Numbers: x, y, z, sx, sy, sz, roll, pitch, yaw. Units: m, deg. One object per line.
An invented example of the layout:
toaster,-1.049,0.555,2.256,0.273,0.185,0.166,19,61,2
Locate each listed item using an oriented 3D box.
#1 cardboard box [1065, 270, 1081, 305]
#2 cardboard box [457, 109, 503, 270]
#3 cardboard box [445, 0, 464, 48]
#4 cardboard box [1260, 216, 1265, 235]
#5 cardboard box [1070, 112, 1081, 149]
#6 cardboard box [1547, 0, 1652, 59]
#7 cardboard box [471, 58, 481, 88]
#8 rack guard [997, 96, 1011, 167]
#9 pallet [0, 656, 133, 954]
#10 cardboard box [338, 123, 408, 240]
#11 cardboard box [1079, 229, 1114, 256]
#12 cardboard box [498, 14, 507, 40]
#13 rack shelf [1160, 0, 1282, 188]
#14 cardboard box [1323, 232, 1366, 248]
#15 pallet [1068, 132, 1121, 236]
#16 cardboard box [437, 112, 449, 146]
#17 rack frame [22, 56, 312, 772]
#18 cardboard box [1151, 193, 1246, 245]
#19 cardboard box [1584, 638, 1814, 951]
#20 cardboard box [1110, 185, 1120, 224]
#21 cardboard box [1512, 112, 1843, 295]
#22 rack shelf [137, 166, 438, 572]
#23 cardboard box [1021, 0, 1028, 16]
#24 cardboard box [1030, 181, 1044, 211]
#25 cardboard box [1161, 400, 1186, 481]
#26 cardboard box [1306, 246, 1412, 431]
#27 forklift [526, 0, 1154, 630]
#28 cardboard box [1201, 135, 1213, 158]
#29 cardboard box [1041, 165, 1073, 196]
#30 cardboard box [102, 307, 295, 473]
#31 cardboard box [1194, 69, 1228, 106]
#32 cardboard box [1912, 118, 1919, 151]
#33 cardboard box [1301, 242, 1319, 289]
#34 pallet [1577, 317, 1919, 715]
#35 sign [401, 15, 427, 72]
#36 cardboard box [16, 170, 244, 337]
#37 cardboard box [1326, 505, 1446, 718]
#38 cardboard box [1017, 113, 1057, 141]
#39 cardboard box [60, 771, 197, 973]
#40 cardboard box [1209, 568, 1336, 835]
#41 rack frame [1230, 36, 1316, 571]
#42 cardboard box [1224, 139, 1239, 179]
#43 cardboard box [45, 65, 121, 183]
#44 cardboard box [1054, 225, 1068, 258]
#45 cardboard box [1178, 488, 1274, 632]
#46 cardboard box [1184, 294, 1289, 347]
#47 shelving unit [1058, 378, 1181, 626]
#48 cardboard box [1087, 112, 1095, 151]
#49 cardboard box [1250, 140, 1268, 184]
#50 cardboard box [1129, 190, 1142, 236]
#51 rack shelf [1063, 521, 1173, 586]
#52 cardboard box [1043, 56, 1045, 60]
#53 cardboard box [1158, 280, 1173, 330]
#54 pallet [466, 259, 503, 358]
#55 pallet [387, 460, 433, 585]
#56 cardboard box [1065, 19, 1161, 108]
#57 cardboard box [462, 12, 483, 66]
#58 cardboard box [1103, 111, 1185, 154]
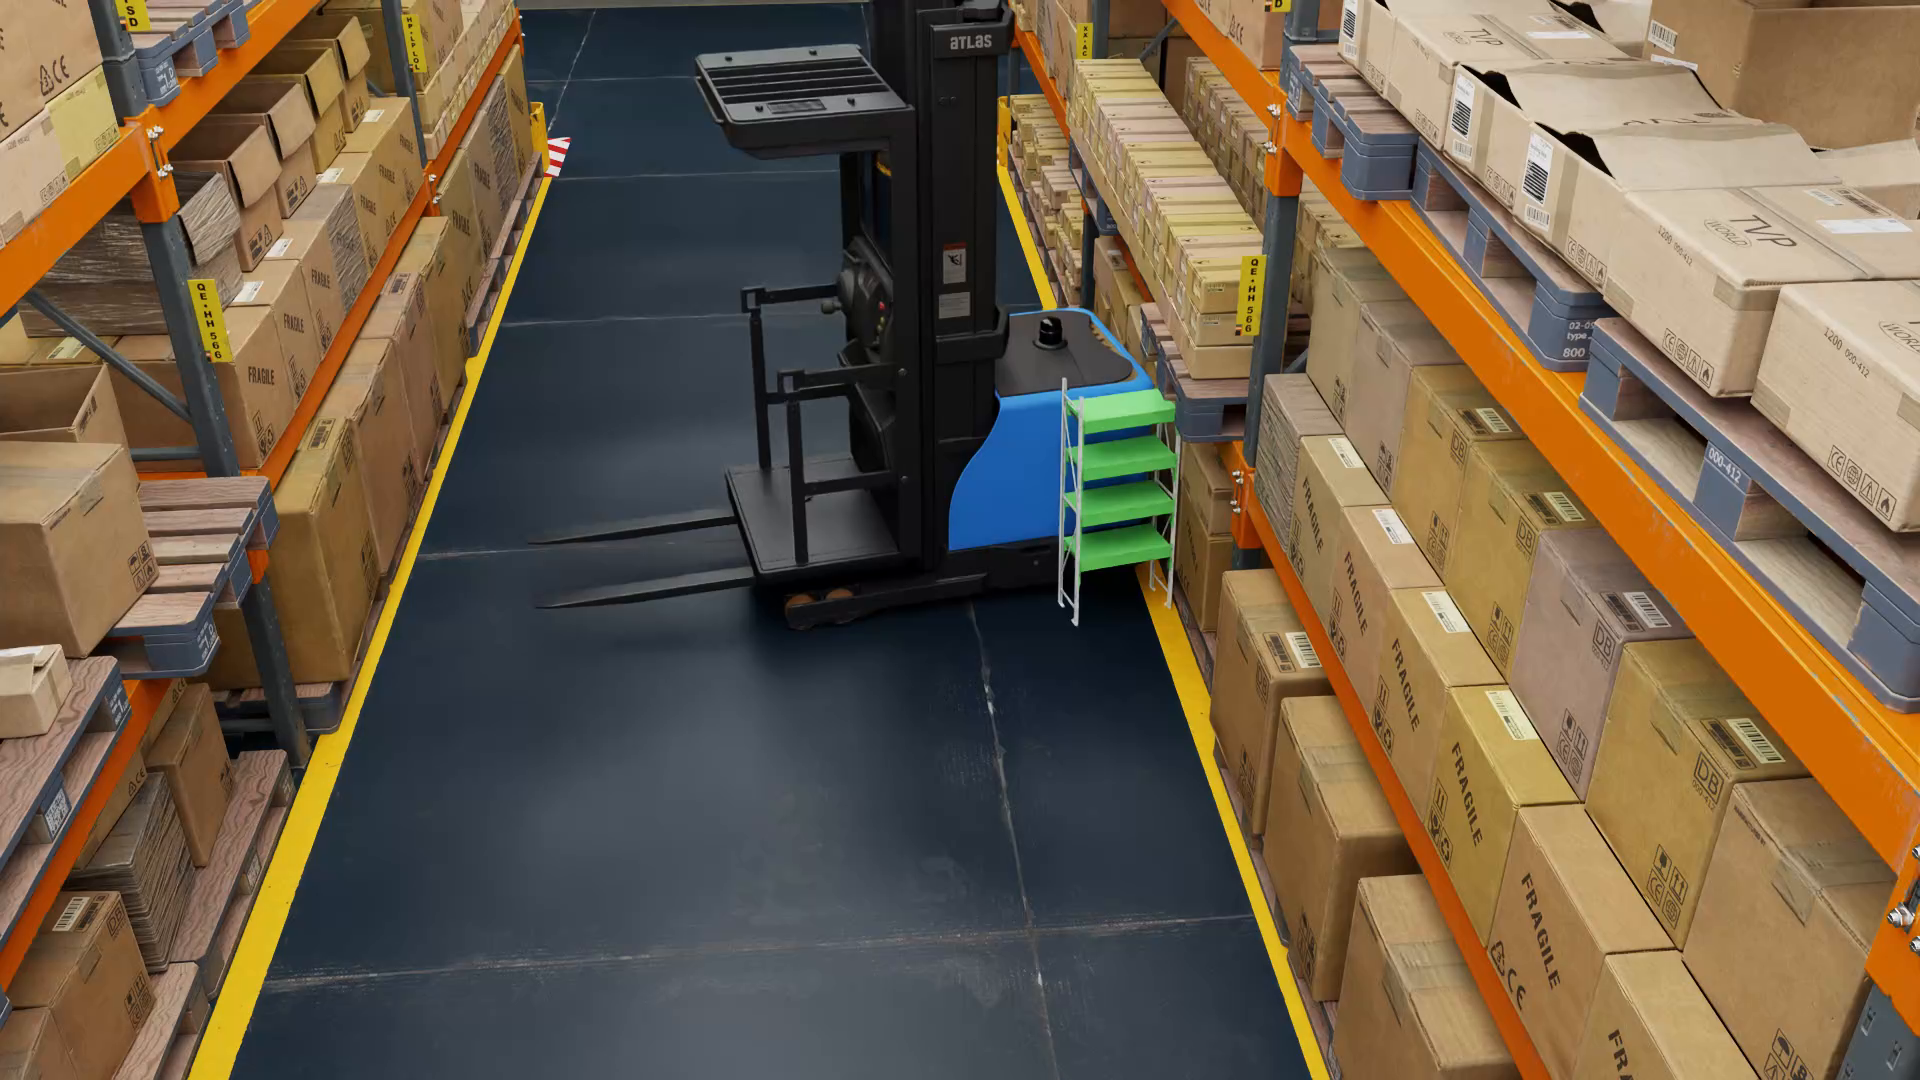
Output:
cardboard box,0.899,-1.679,11.006,0.380,0.149,0.250,-2,31,-4
cardboard box,-3.739,-2.421,11.541,0.875,0.875,0.875,-3,31,-5
cardboard box,-3.555,-3.512,10.829,0.500,0.500,0.500,-4,31,-6
cardboard box,1.682,-1.484,8.145,0.380,0.149,0.250,-2,31,-4
cardboard box,0.854,-2.388,9.658,0.380,0.149,0.250,-4,31,-7
cardboard box,2.045,-1.450,4.907,0.500,0.311,0.500,-3,31,-5
cardboard box,-3.517,-3.208,11.440,0.380,0.149,0.250,-4,31,-6
rack guard,0.908,-3.469,14.070,1.175,0.500,0.348,-3,31,-5
pallet,-3.074,0.781,4.705,1.003,0.211,1.213,-3,31,-5
cardboard box,-3.318,-1.917,8.937,0.500,0.500,0.500,-2,31,-3
cardboard box,0.982,-1.920,10.829,0.380,0.149,0.250,-2,31,-3
cardboard box,-3.637,-3.859,12.531,0.380,0.149,0.250,-3,31,-4
rack shelf,1.462,-2.497,7.781,1.077,0.370,4.000,-3,31,-5
cardboard box,1.770,-1.207,7.100,0.380,0.149,0.250,-4,31,-6
pallet,1.201,-2.059,9.459,1.003,0.211,1.213,-3,31,-5
cardboard box,-3.394,-2.546,10.332,0.380,0.149,0.250,-4,31,-6
rack frame,-3.299,-0.310,6.345,1.000,3.000,0.127,-3,31,-5
cardboard box,1.072,-1.451,7.509,0.380,0.149,0.250,-2,31,-3
cardboard box,1.920,0.558,3.818,0.700,0.500,0.500,-3,31,-5
cardboard box,0.981,-1.722,8.543,0.380,0.149,0.250,-3,31,-5
cardboard box,1.639,-0.811,3.838,0.500,0.311,0.500,-4,31,-6
rack shelf,-3.486,-1.023,8.239,1.077,0.370,4.000,-3,31,-5
cardboard box,0.743,-4.237,12.531,0.500,0.500,0.500,-3,31,-4
cardboard box,0.737,-2.605,12.557,0.380,0.149,0.250,-4,31,-7
cardboard box,1.266,-0.520,7.991,0.500,0.250,0.500,-2,31,-4
cardboard box,1.680,-0.739,5.990,0.700,0.500,0.500,-3,31,-5
forklift,-0.628,-1.127,7.779,3.031,2.935,1.130,-8,32,-14
cardboard box,1.555,-2.158,9.273,0.380,0.149,0.250,-3,31,-5
cardboard box,0.787,-2.582,11.938,0.380,0.149,0.250,-4,31,-6
cardboard box,-3.074,-0.615,6.756,0.500,0.500,0.500,-2,31,-3
cardboard box,1.533,-2.534,9.322,0.380,0.149,0.250,-4,31,-6
cardboard box,5.972,-2.526,10.200,0.500,0.250,0.500,-3,31,-6
cardboard box,1.748,-1.228,7.425,0.380,0.149,0.250,-4,31,-6
pallet,1.887,-0.126,3.297,0.805,0.209,1.217,-4,31,-7
sign,-3.134,-2.847,9.539,0.100,0.325,0.005,-3,31,-5
cardboard box,-3.351,-1.158,6.688,0.797,0.503,0.637,-2,31,-3
cardboard box,1.519,0.220,5.360,0.500,0.500,0.500,-3,31,-5
cardboard box,0.653,-3.239,13.038,0.380,0.149,0.250,-3,31,-5
cardboard box,-3.152,1.198,5.829,0.700,0.500,0.500,-5,31,-9
cardboard box,1.616,0.604,6.598,1.050,0.750,0.750,-3,31,-5
rack frame,1.648,-0.496,6.656,1.000,3.000,0.127,-3,31,-5
cardboard box,1.608,-2.012,8.738,0.380,0.149,0.250,-4,31,-7
cardboard box,-3.011,-1.303,5.227,0.500,0.250,0.500,-3,31,-4
cardboard box,0.849,-2.042,11.324,0.380,0.149,0.250,-4,31,-6
cardboard box,1.327,0.073,7.731,0.500,0.500,0.500,-3,31,-5
cardboard box,1.149,-0.927,6.922,0.380,0.149,0.250,-2,31,-4
shelving unit,0.754,-0.204,7.911,0.503,1.200,0.258,-9,30,-15
cardboard box,0.904,-2.252,9.140,0.380,0.149,0.250,-2,31,-3
cardboard box,1.654,-1.868,8.208,0.380,0.149,0.250,-3,31,-5
cardboard box,1.026,-1.586,8.025,0.380,0.149,0.250,-2,31,-3
rack shelf,0.757,0.063,8.057,0.480,0.148,0.258,-9,30,-15
cardboard box,0.801,-3.498,11.926,0.380,0.149,0.250,-2,31,-3
cardboard box,1.099,-1.057,7.430,0.380,0.149,0.250,-2,31,-4
pallet,-3.666,-1.547,11.135,1.003,0.211,1.213,-3,31,-5
pallet,-3.409,-0.141,8.780,1.003,0.211,1.213,-3,31,-5
cardboard box,0.948,-2.943,10.364,0.500,0.500,0.500,-3,31,-5
cardboard box,-3.590,-3.439,11.438,0.500,0.250,0.500,-3,31,-4
cardboard box,0.952,-2.112,8.616,0.380,0.149,0.250,-3,31,-5
